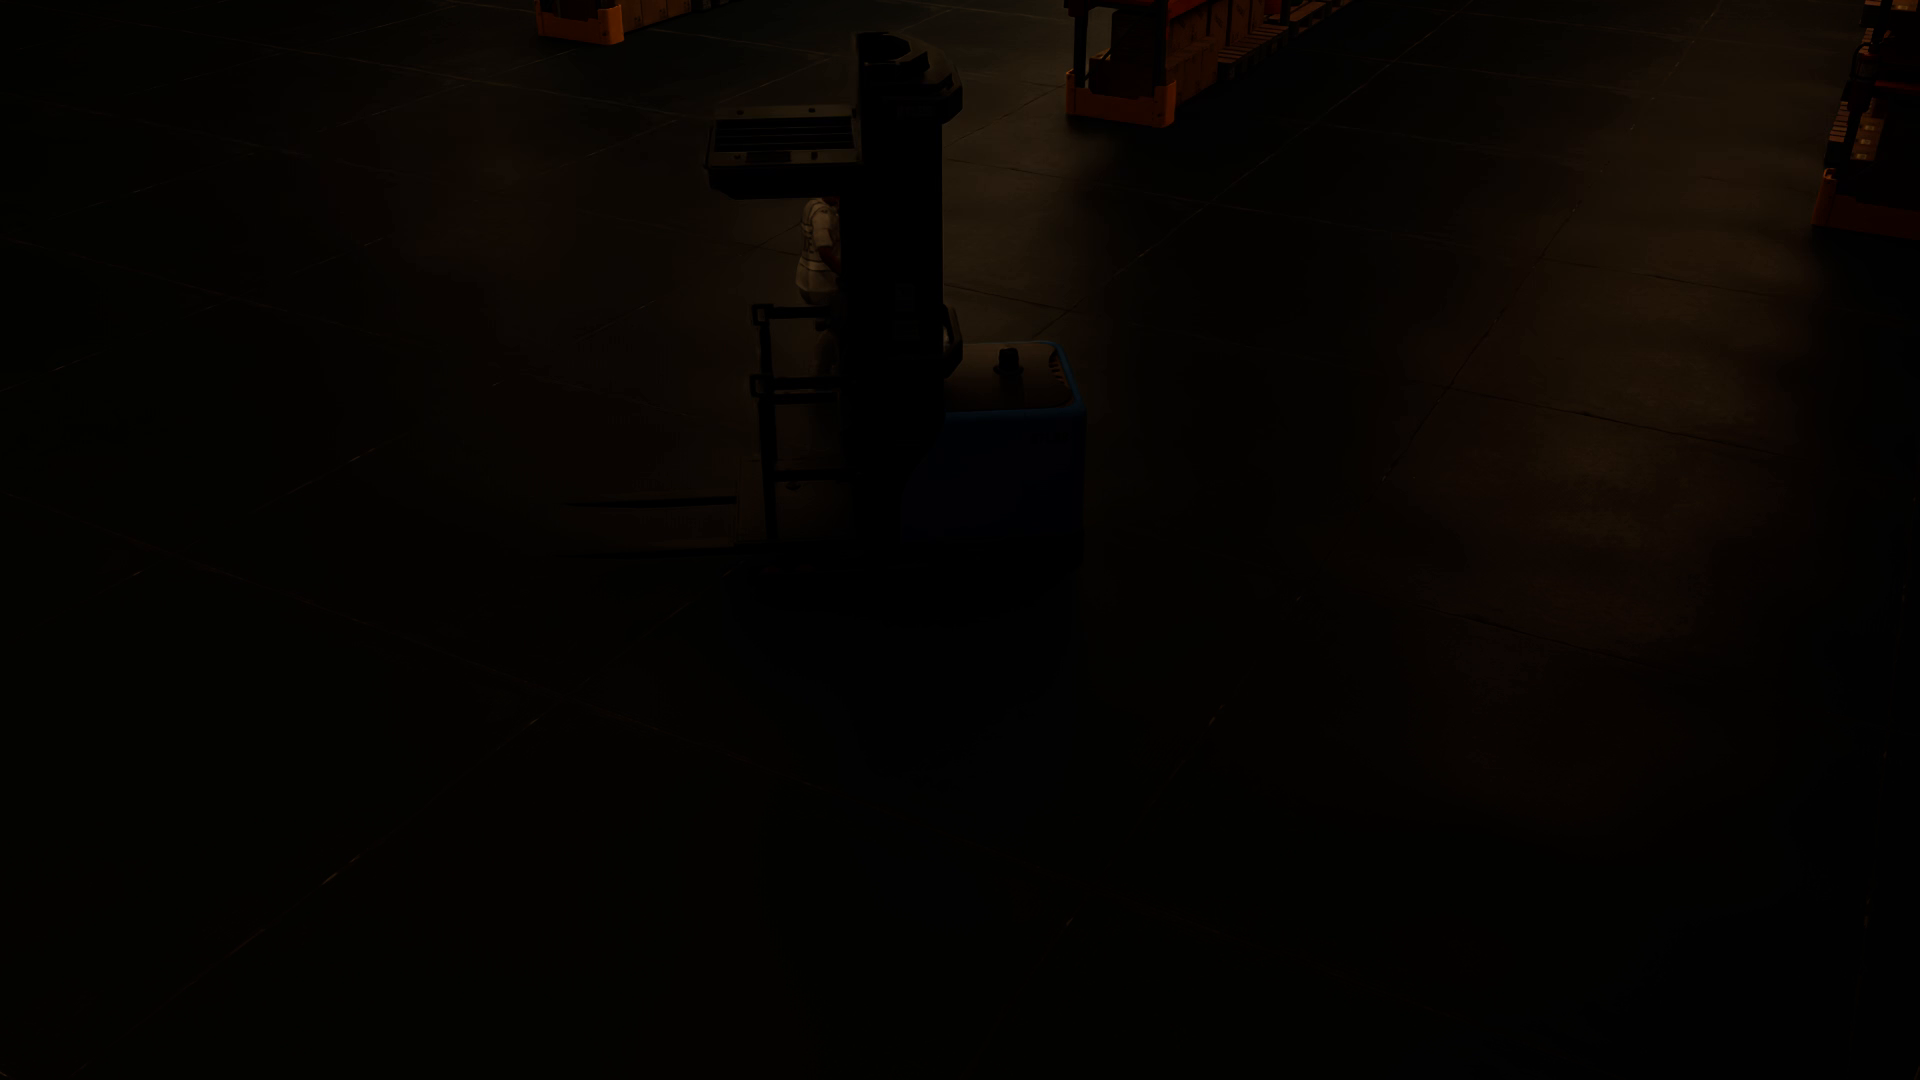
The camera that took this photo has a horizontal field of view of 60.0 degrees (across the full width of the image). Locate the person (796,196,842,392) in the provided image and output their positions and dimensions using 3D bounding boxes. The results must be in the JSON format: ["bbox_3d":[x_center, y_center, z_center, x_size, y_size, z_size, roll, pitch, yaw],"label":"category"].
[{"bbox_3d":[-0.872,-1.681,11.483,0.513,1.447,0.677,-13,33,-22],"label":"person"}]

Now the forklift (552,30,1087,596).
[{"bbox_3d":[-0.834,-1.230,9.202,3.031,2.935,1.130,-3,30,-5],"label":"forklift"}]
